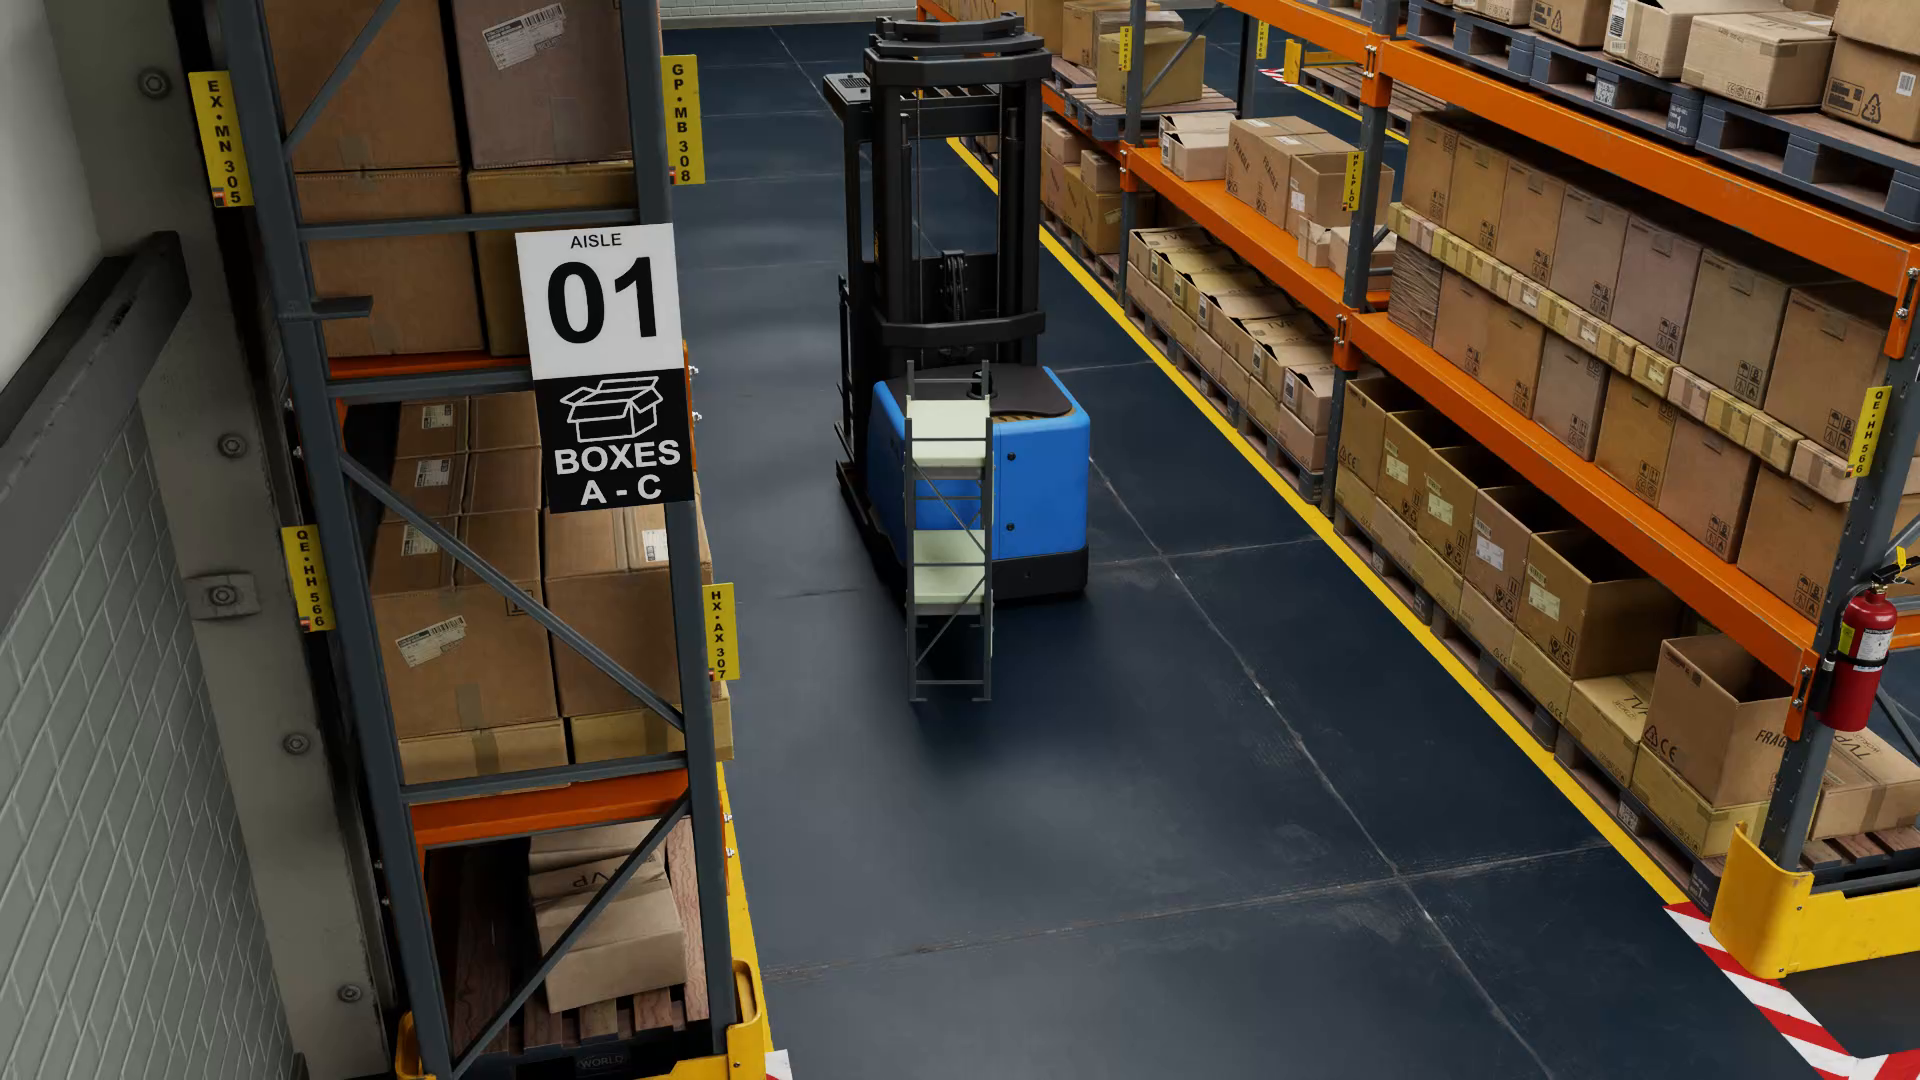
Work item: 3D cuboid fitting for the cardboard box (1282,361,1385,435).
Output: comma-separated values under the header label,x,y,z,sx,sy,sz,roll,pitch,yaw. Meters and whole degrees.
label,x,y,z,sx,sy,sz,roll,pitch,yaw
cardboard box,2.314,-0.903,10.172,0.500,0.311,0.500,-6,27,-12

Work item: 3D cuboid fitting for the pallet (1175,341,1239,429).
label,x,y,z,sx,sy,sz,roll,pitch,yaw
pallet,2.202,-1.155,11.804,1.003,0.211,1.213,-6,27,-12

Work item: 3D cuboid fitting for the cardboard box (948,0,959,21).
label,x,y,z,sx,sy,sz,roll,pitch,yaw
cardboard box,0.166,-5.968,18.135,0.500,0.500,0.500,-6,27,-11

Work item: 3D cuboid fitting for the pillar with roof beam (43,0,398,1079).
label,x,y,z,sx,sy,sz,roll,pitch,yaw
pillar with roof beam,1.955,-2.618,4.949,9.100,9.000,0.400,-6,27,-12

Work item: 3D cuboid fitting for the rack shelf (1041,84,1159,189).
label,x,y,z,sx,sy,sz,roll,pitch,yaw
rack shelf,1.333,-3.856,14.860,1.077,0.370,4.000,-6,27,-12

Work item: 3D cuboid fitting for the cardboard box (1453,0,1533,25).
label,x,y,z,sx,sy,sz,roll,pitch,yaw
cardboard box,2.663,-2.608,7.736,0.500,0.311,0.500,-7,28,-14

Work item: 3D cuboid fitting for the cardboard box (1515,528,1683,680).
label,x,y,z,sx,sy,sz,roll,pitch,yaw
cardboard box,2.936,0.275,7.629,0.500,0.500,0.500,-6,27,-12

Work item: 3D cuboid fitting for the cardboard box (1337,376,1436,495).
label,x,y,z,sx,sy,sz,roll,pitch,yaw
cardboard box,2.484,-0.603,9.369,0.500,0.500,0.500,-6,27,-12

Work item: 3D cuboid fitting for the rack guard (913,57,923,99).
label,x,y,z,sx,sy,sz,roll,pitch,yaw
rack guard,-0.002,-5.662,20.414,1.175,0.500,0.348,-6,27,-12

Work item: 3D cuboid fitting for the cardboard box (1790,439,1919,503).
label,x,y,z,sx,sy,sz,roll,pitch,yaw
cardboard box,3.315,-0.270,6.125,0.380,0.149,0.250,-6,27,-12

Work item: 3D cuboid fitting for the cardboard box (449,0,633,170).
label,x,y,z,sx,sy,sz,roll,pitch,yaw
cardboard box,-1.089,-1.316,4.456,0.500,0.500,0.500,-8,28,-15

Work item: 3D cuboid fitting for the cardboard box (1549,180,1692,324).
label,x,y,z,sx,sy,sz,roll,pitch,yaw
cardboard box,3.130,-1.312,7.470,0.700,0.500,0.500,-6,27,-12

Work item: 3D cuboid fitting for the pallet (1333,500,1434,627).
label,x,y,z,sx,sy,sz,roll,pitch,yaw
pallet,2.823,0.055,9.407,1.003,0.211,1.213,-6,27,-12

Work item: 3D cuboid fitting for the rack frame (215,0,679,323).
label,x,y,z,sx,sy,sz,roll,pitch,yaw
rack frame,-1.239,-1.961,3.649,1.000,3.000,0.127,-6,27,-12

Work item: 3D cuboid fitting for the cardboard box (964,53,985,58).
label,x,y,z,sx,sy,sz,roll,pitch,yaw
cardboard box,0.343,-5.678,19.957,0.500,0.500,0.500,-6,27,-12

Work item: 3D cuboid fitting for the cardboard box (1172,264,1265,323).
label,x,y,z,sx,sy,sz,roll,pitch,yaw
cardboard box,1.855,-1.796,11.943,0.500,0.311,0.500,-7,28,-13

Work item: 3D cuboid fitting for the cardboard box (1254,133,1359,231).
label,x,y,z,sx,sy,sz,roll,pitch,yaw
cardboard box,2.296,-2.378,11.022,0.500,0.500,0.500,-6,27,-12

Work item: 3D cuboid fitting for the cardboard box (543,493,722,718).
label,x,y,z,sx,sy,sz,roll,pitch,yaw
cardboard box,-1.054,0.200,5.336,0.500,0.500,0.500,-6,27,-12

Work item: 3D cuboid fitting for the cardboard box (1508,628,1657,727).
label,x,y,z,sx,sy,sz,roll,pitch,yaw
cardboard box,2.939,0.609,7.799,0.500,0.250,0.500,-6,27,-12

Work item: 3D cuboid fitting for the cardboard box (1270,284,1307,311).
label,x,y,z,sx,sy,sz,roll,pitch,yaw
cardboard box,2.487,-1.635,11.624,0.500,0.311,0.500,-5,27,-10

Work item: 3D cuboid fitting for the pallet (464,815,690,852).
label,x,y,z,sx,sy,sz,roll,pitch,yaw
pallet,-1.676,1.034,7.467,1.003,0.211,1.213,-6,27,-12

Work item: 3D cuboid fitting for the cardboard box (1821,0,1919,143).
label,x,y,z,sx,sy,sz,roll,pitch,yaw
cardboard box,3.461,-1.675,5.675,0.797,0.503,0.637,-4,27,-8

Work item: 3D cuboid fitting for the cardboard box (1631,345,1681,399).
label,x,y,z,sx,sy,sz,roll,pitch,yaw
cardboard box,3.082,-0.723,7.023,0.380,0.149,0.250,-5,27,-10

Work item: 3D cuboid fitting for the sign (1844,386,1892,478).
label,x,y,z,sx,sy,sz,roll,pitch,yaw
sign,3.055,-0.361,5.589,0.100,0.325,0.005,-6,27,-12

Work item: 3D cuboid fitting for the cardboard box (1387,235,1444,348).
label,x,y,z,sx,sy,sz,roll,pitch,yaw
cardboard box,2.791,-1.394,9.072,0.700,0.500,0.500,-7,28,-13

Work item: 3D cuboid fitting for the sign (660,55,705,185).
label,x,y,z,sx,sy,sz,roll,pitch,yaw
sign,-0.710,-1.067,4.237,0.100,0.325,0.005,-6,27,-12

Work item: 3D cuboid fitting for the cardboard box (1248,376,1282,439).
label,x,y,z,sx,sy,sz,roll,pitch,yaw
cardboard box,2.197,-0.878,10.747,0.500,0.250,0.500,-6,27,-12

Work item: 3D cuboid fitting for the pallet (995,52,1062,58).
label,x,y,z,sx,sy,sz,roll,pitch,yaw
pallet,0.956,-4.608,15.764,1.003,0.211,1.213,-6,27,-12

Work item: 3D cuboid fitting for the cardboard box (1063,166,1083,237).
label,x,y,z,sx,sy,sz,roll,pitch,yaw
cardboard box,1.228,-2.994,14.639,0.500,0.500,0.500,-7,28,-13

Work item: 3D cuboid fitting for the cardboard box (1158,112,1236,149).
label,x,y,z,sx,sy,sz,roll,pitch,yaw
cardboard box,1.823,-3.096,12.653,0.500,0.311,0.500,-4,27,-8

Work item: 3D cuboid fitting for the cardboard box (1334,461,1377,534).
label,x,y,z,sx,sy,sz,roll,pitch,yaw
cardboard box,2.494,-0.269,9.540,0.500,0.250,0.500,-6,27,-12

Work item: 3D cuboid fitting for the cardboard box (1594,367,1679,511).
label,x,y,z,sx,sy,sz,roll,pitch,yaw
cardboard box,3.264,-0.487,7.275,0.700,0.500,0.500,-6,27,-11

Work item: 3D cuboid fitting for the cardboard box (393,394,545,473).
label,x,y,z,sx,sy,sz,roll,pitch,yaw
cardboard box,-1.777,-0.193,6.116,0.500,0.500,0.500,-7,28,-13

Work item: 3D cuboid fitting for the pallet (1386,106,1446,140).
label,x,y,z,sx,sy,sz,roll,pitch,yaw
pallet,5.505,-4.631,18.691,1.003,0.211,1.213,-6,27,-12

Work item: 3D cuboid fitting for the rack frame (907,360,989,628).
label,x,y,z,sx,sy,sz,roll,pitch,yaw
rack frame,-0.060,-0.210,8.502,0.400,1.500,0.023,0,27,-1

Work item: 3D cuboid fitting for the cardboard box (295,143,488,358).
label,x,y,z,sx,sy,sz,roll,pitch,yaw
cardboard box,-1.580,-0.833,4.609,0.500,0.500,0.500,-4,27,-8

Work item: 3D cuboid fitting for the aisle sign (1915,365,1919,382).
label,x,y,z,sx,sy,sz,roll,pitch,yaw
aisle sign,3.315,-0.889,5.298,0.394,0.787,0.004,-6,27,-12

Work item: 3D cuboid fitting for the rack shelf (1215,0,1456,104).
label,x,y,z,sx,sy,sz,roll,pitch,yaw
rack shelf,2.234,-3.440,10.705,1.077,0.370,4.000,-6,27,-12

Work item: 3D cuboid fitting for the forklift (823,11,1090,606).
label,x,y,z,sx,sy,sz,roll,pitch,yaw
forklift,-0.150,-1.584,9.636,1.130,2.935,3.031,-6,27,-12

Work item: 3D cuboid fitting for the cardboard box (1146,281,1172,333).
label,x,y,z,sx,sy,sz,roll,pitch,yaw
cardboard box,1.729,-1.779,12.532,0.500,0.250,0.500,-7,28,-13

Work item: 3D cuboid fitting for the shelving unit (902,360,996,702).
label,x,y,z,sx,sy,sz,roll,pitch,yaw
shelving unit,-0.055,-0.045,8.175,0.431,1.500,0.755,0,27,-1

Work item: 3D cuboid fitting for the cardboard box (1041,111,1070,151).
label,x,y,z,sx,sy,sz,roll,pitch,yaw
cardboard box,0.979,-3.795,15.393,0.500,0.250,0.500,-6,27,-11

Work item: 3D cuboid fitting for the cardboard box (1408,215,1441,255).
label,x,y,z,sx,sy,sz,roll,pitch,yaw
cardboard box,2.613,-1.630,8.820,0.380,0.149,0.250,-6,27,-11

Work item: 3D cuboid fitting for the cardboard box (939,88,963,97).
label,x,y,z,sx,sy,sz,roll,pitch,yaw
cardboard box,0.052,-5.074,19.037,0.500,0.250,0.500,-6,27,-12

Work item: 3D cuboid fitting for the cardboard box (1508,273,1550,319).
label,x,y,z,sx,sy,sz,roll,pitch,yaw
cardboard box,2.851,-1.175,7.918,0.380,0.149,0.250,-7,28,-13

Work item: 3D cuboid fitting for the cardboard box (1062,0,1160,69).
label,x,y,z,sx,sy,sz,roll,pitch,yaw
cardboard box,1.340,-4.518,14.796,0.700,0.500,0.500,-13,30,-25
